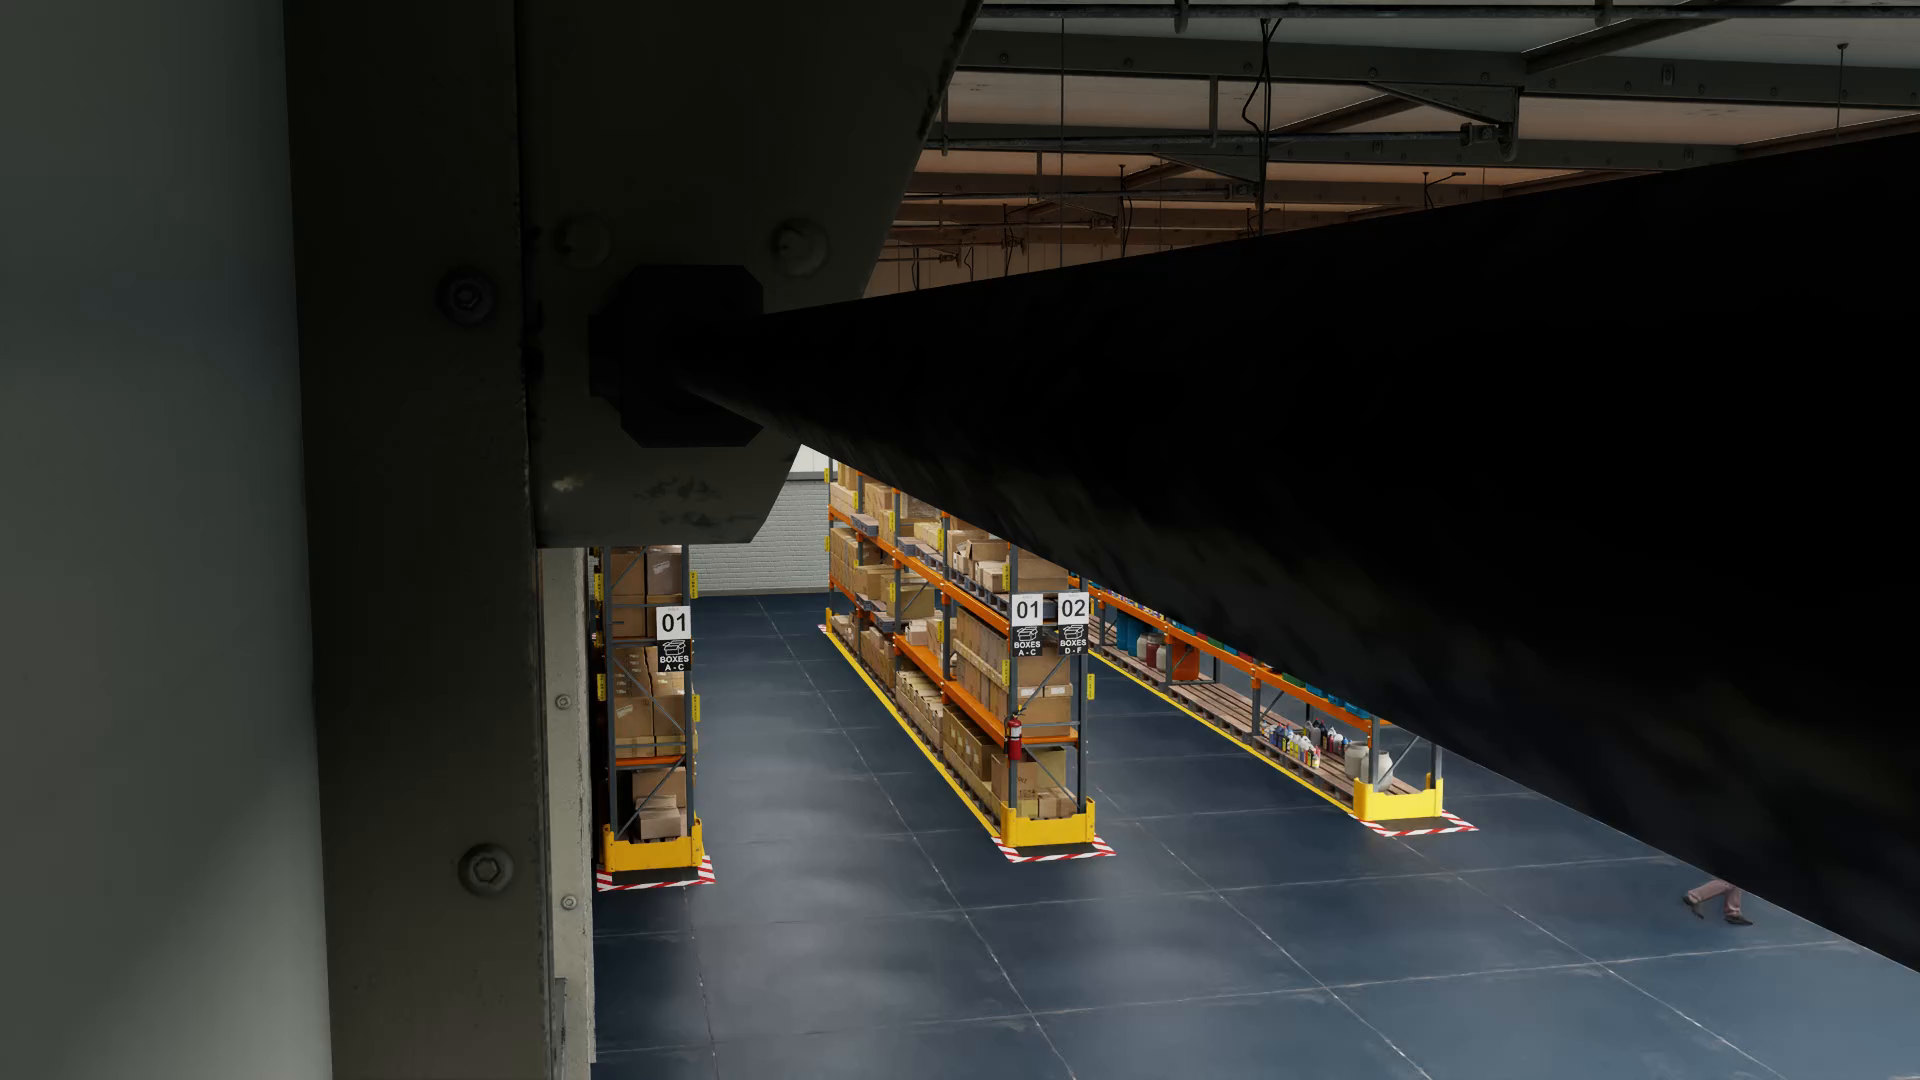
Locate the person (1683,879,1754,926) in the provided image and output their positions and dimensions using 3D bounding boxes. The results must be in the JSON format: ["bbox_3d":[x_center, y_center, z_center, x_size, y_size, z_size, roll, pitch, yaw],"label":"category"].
[{"bbox_3d":[8.299,3.345,18.134,0.772,1.723,0.684,1,7,11],"label":"person"}]
